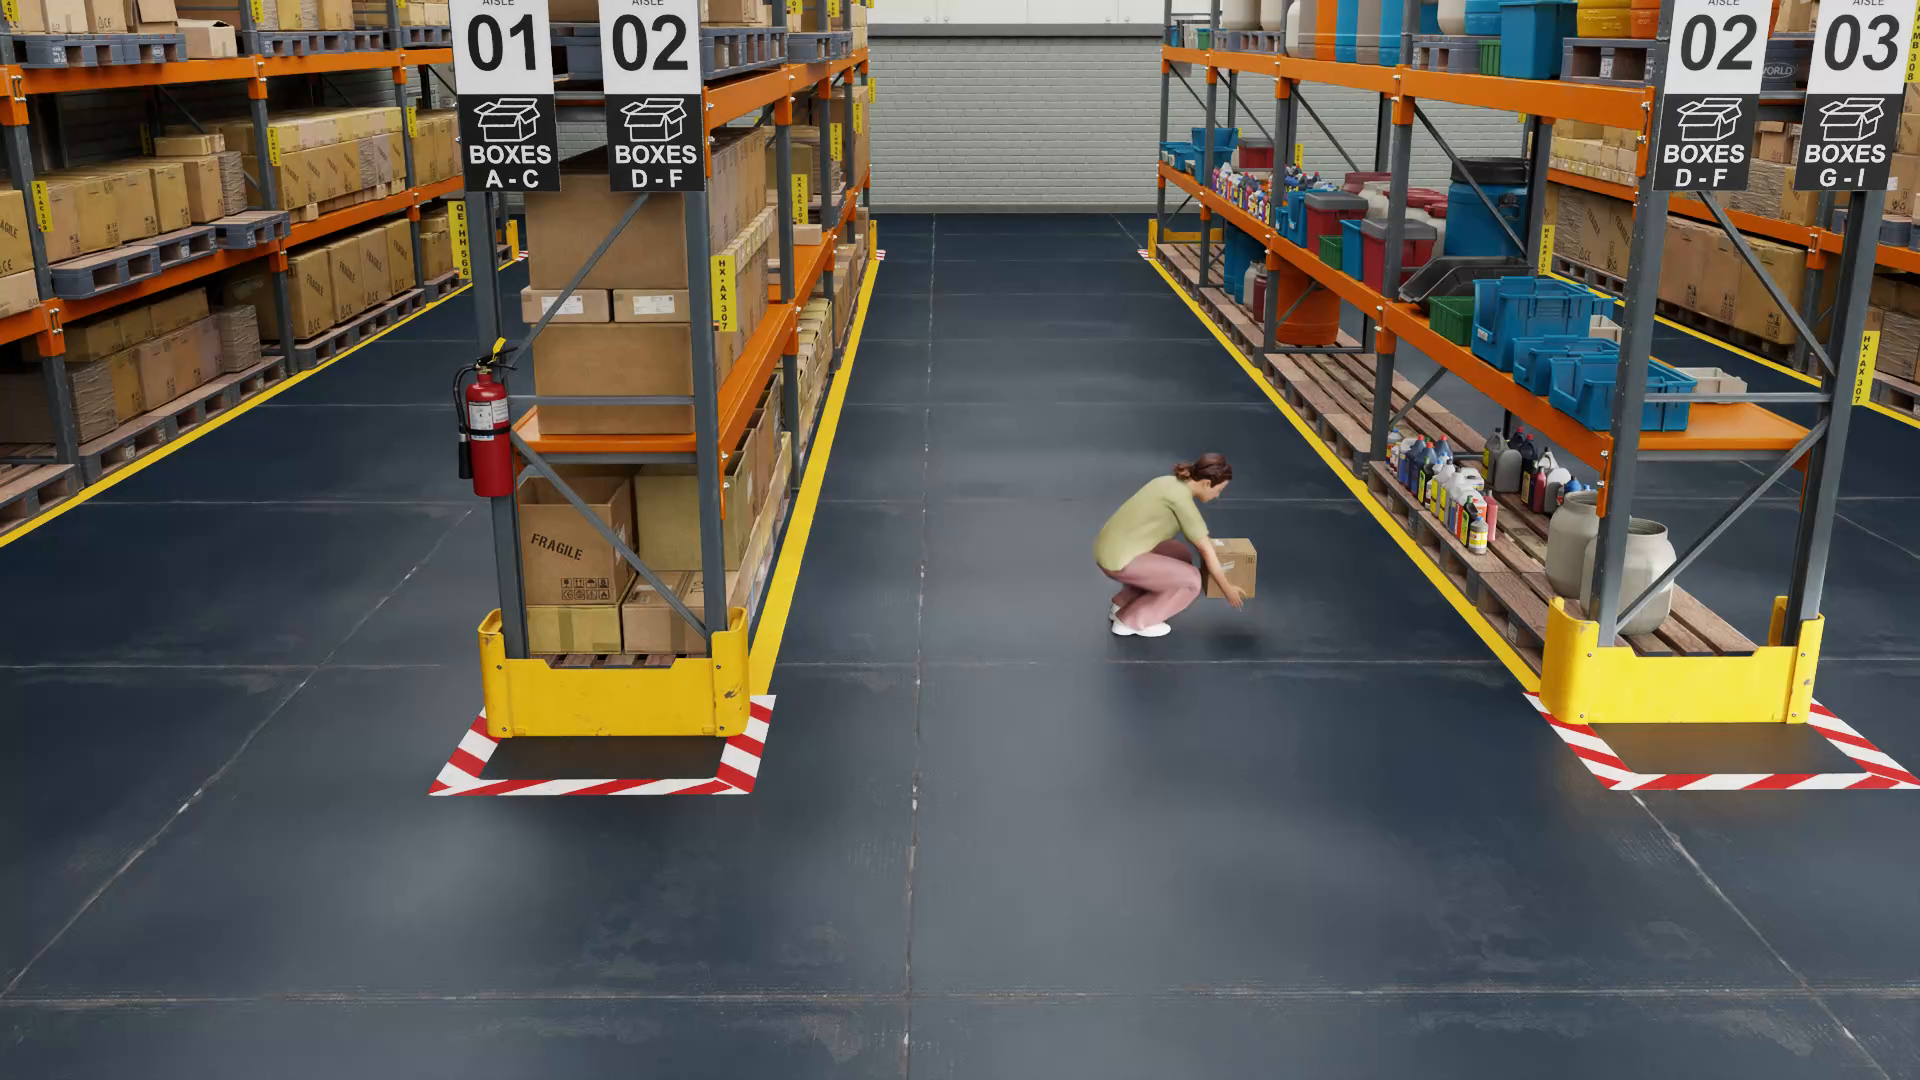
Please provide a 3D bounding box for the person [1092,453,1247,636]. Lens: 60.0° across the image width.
[{"bbox_3d":[1.101,0.014,8.759,0.807,0.943,0.469,-1,17,-2],"label":"person"}]
